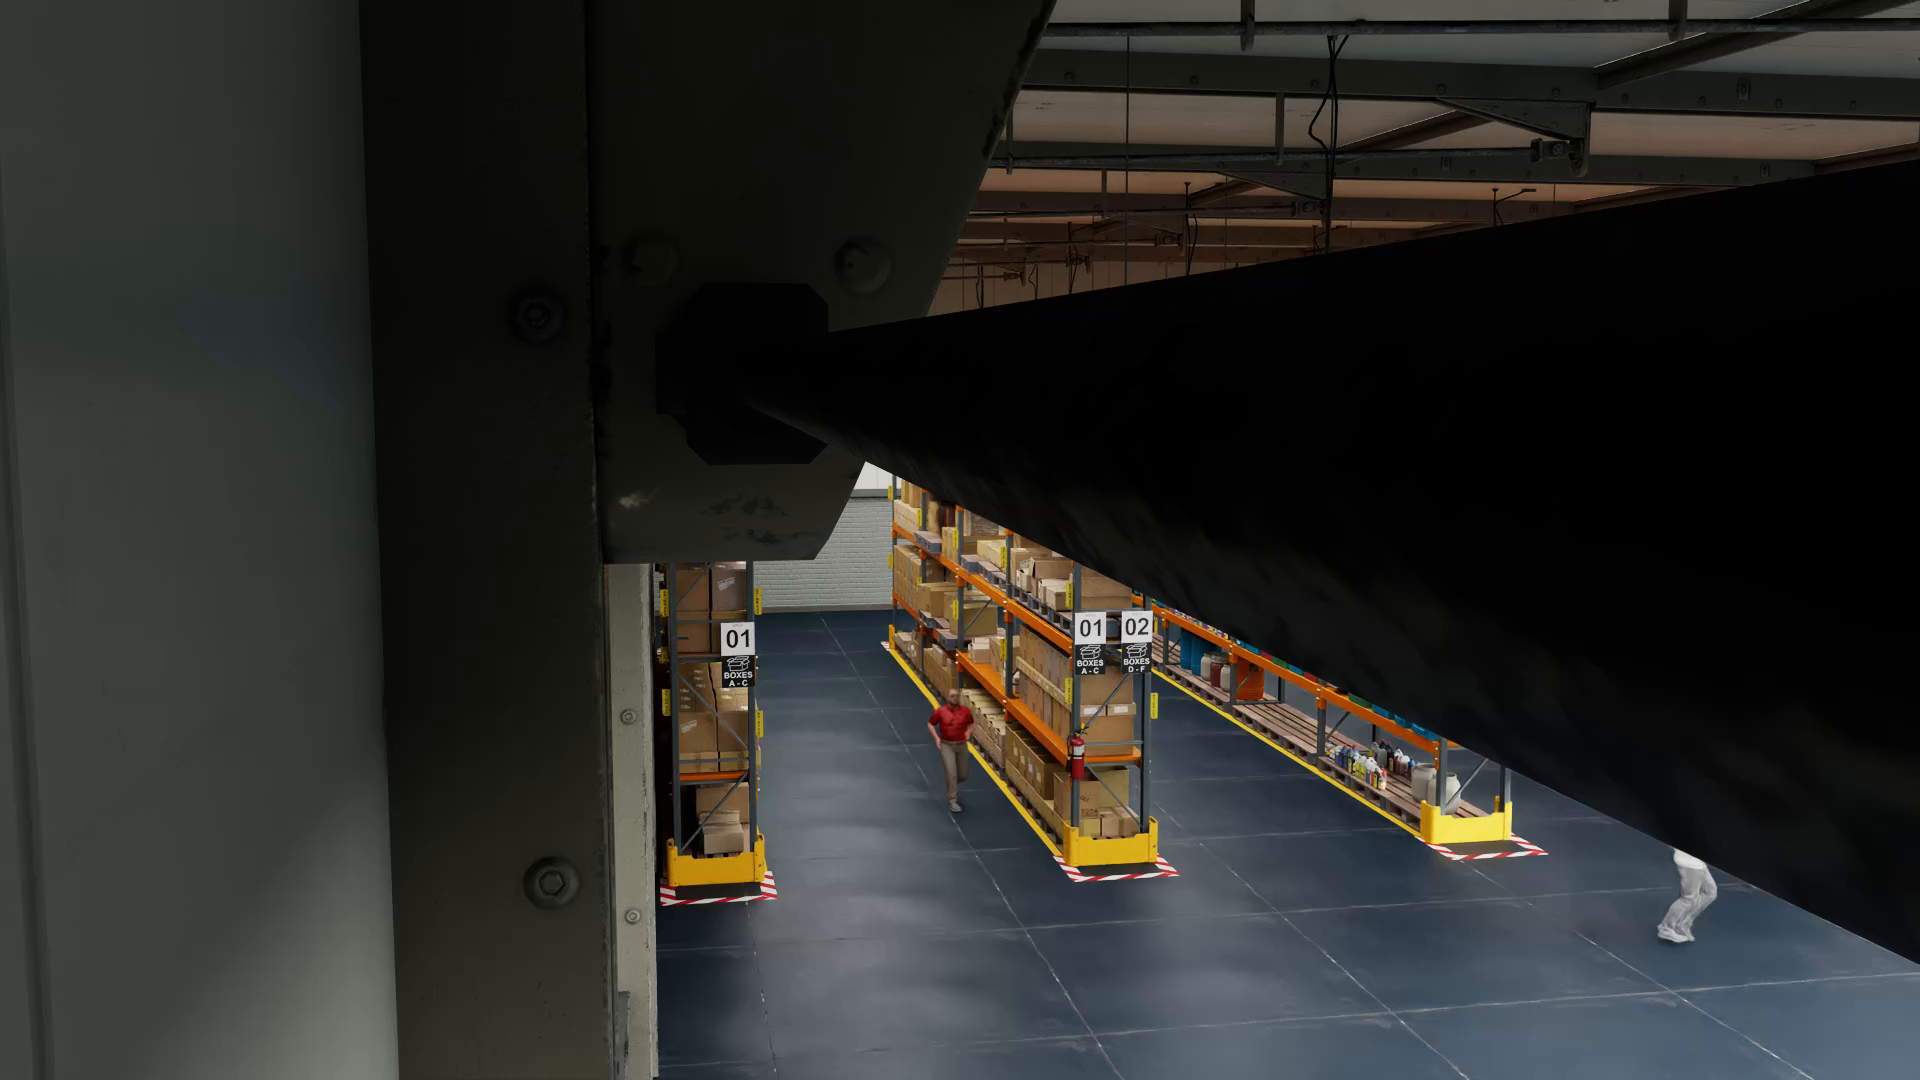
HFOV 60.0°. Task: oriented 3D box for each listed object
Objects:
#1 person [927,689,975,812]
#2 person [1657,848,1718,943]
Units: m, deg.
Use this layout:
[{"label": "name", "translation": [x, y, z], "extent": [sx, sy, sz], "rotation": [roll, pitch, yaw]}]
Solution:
[{"label": "person", "translation": [-0.104, 2.943, 23.576], "extent": [0.675, 1.688, 0.830], "rotation": [-2, 6, -15]}, {"label": "person", "translation": [7.963, 3.526, 18.026], "extent": [0.695, 1.789, 0.724], "rotation": [2, 6, 18]}]
